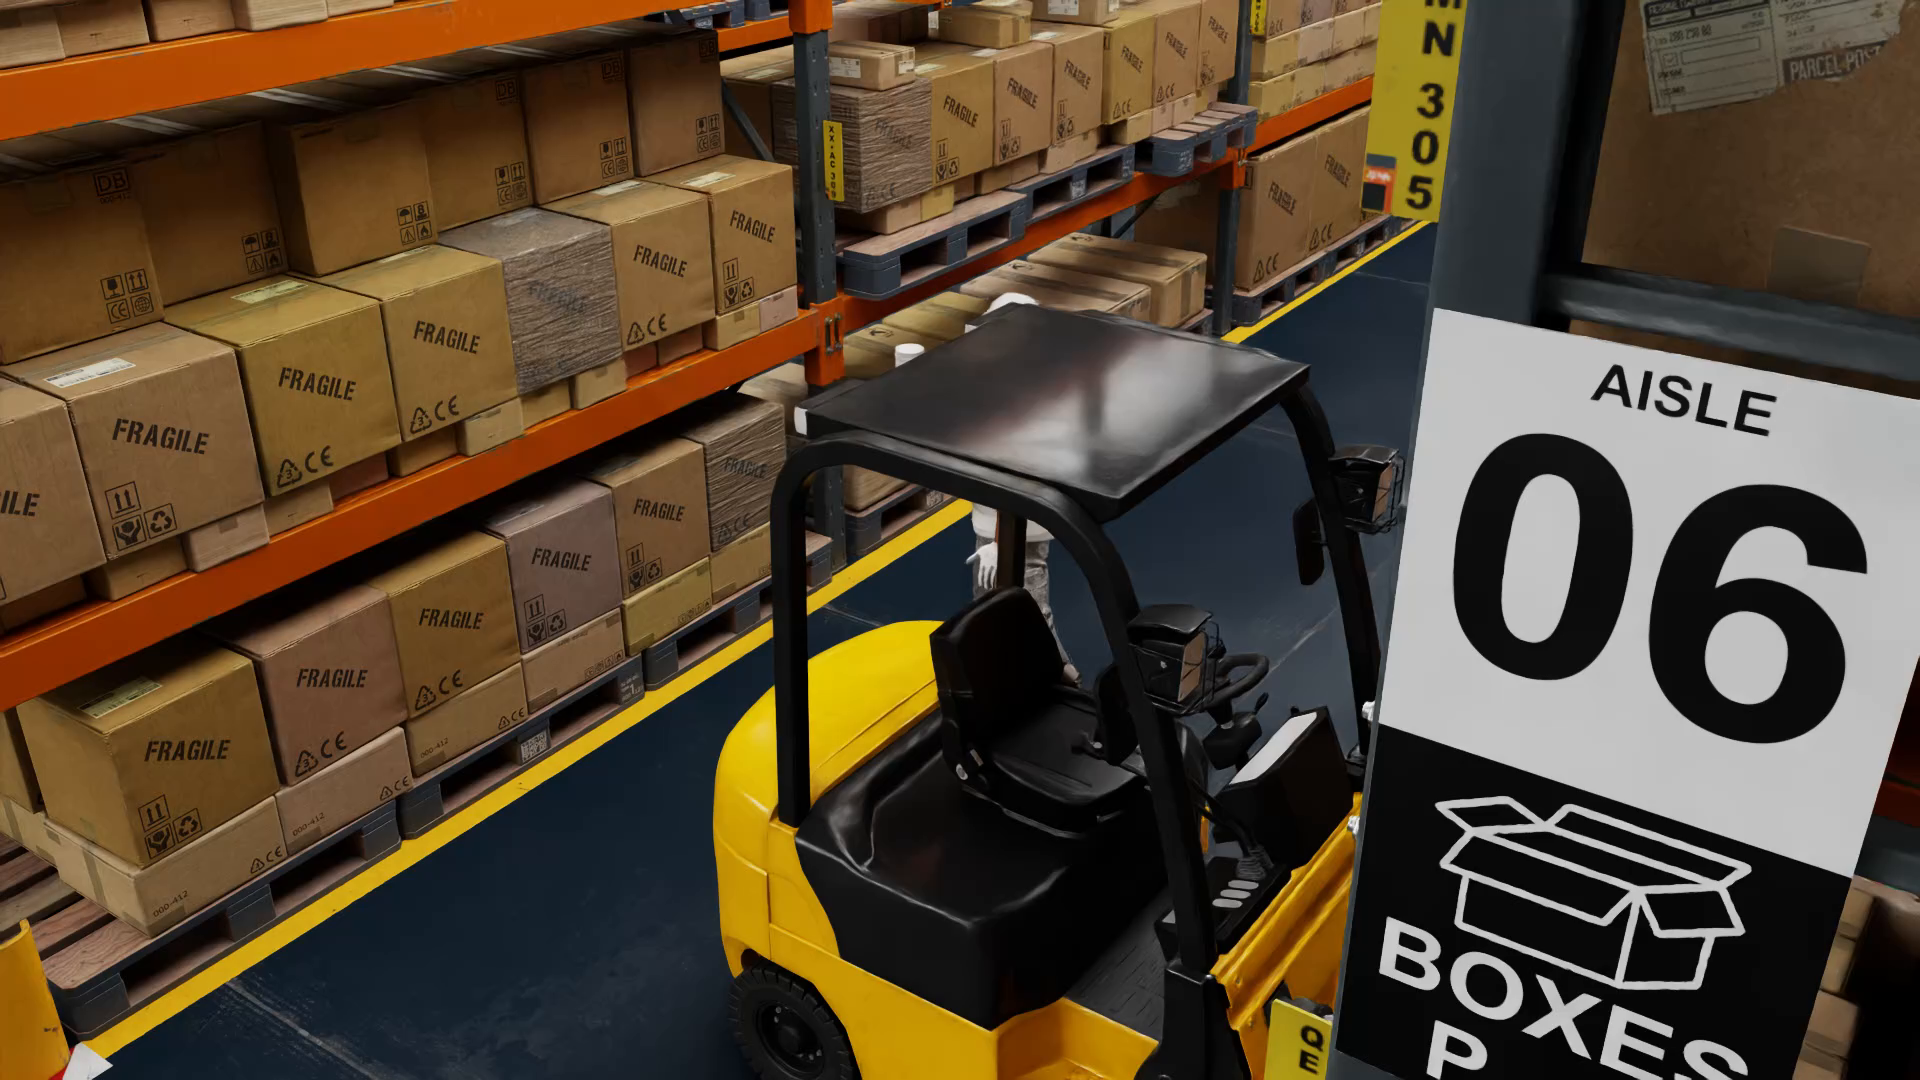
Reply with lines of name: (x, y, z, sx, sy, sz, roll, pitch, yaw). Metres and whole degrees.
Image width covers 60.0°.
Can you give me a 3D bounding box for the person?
person: (0.206, -0.050, 6.225, 0.544, 1.800, 0.563, 3, 27, 5)
